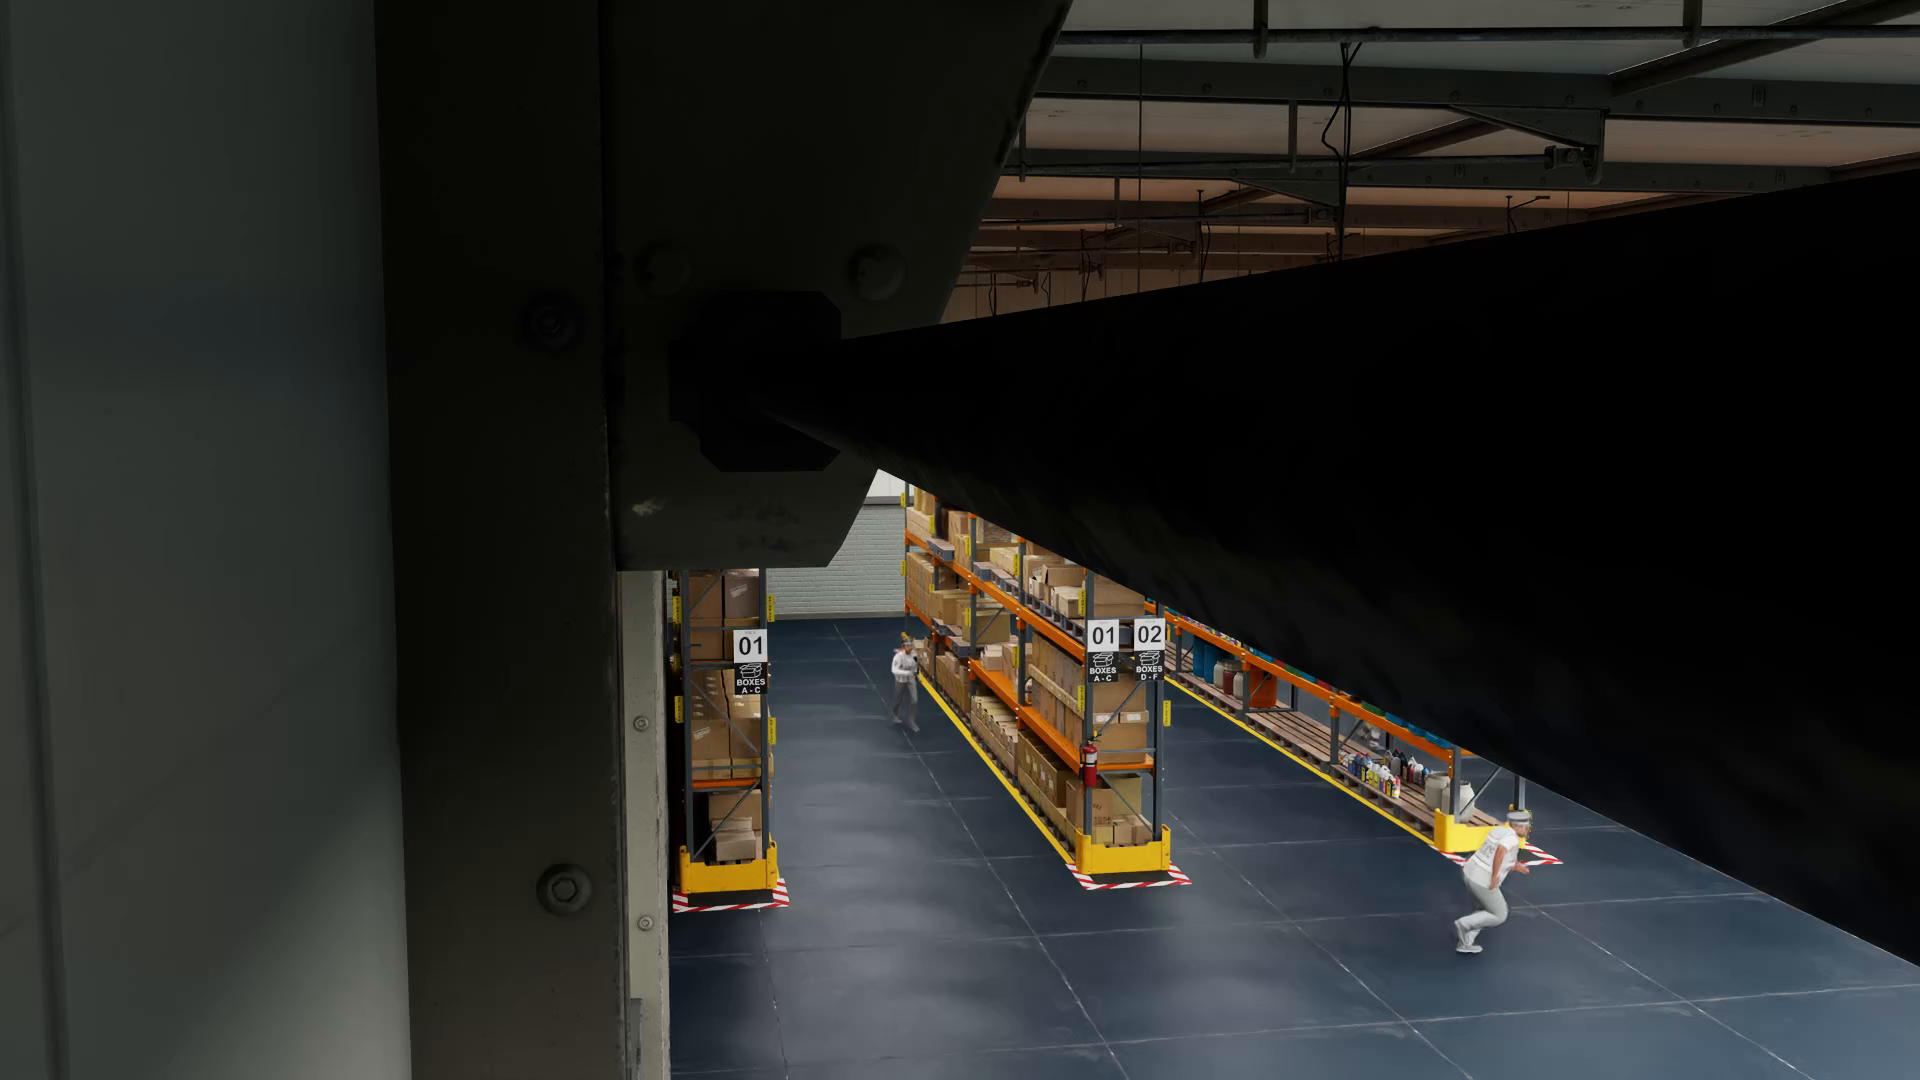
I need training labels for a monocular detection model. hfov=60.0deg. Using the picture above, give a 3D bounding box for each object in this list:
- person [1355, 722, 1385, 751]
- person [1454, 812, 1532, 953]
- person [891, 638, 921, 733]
[{"bbox_3d":[6.901,2.627,27.512,0.796,1.728,0.637,4,7,35],"label":"person"},{"bbox_3d":[5.747,3.711,17.890,0.843,1.559,0.689,0,6,-2],"label":"person"},{"bbox_3d":[-0.962,2.499,29.128,0.606,1.659,0.943,-2,6,-22],"label":"person"}]
